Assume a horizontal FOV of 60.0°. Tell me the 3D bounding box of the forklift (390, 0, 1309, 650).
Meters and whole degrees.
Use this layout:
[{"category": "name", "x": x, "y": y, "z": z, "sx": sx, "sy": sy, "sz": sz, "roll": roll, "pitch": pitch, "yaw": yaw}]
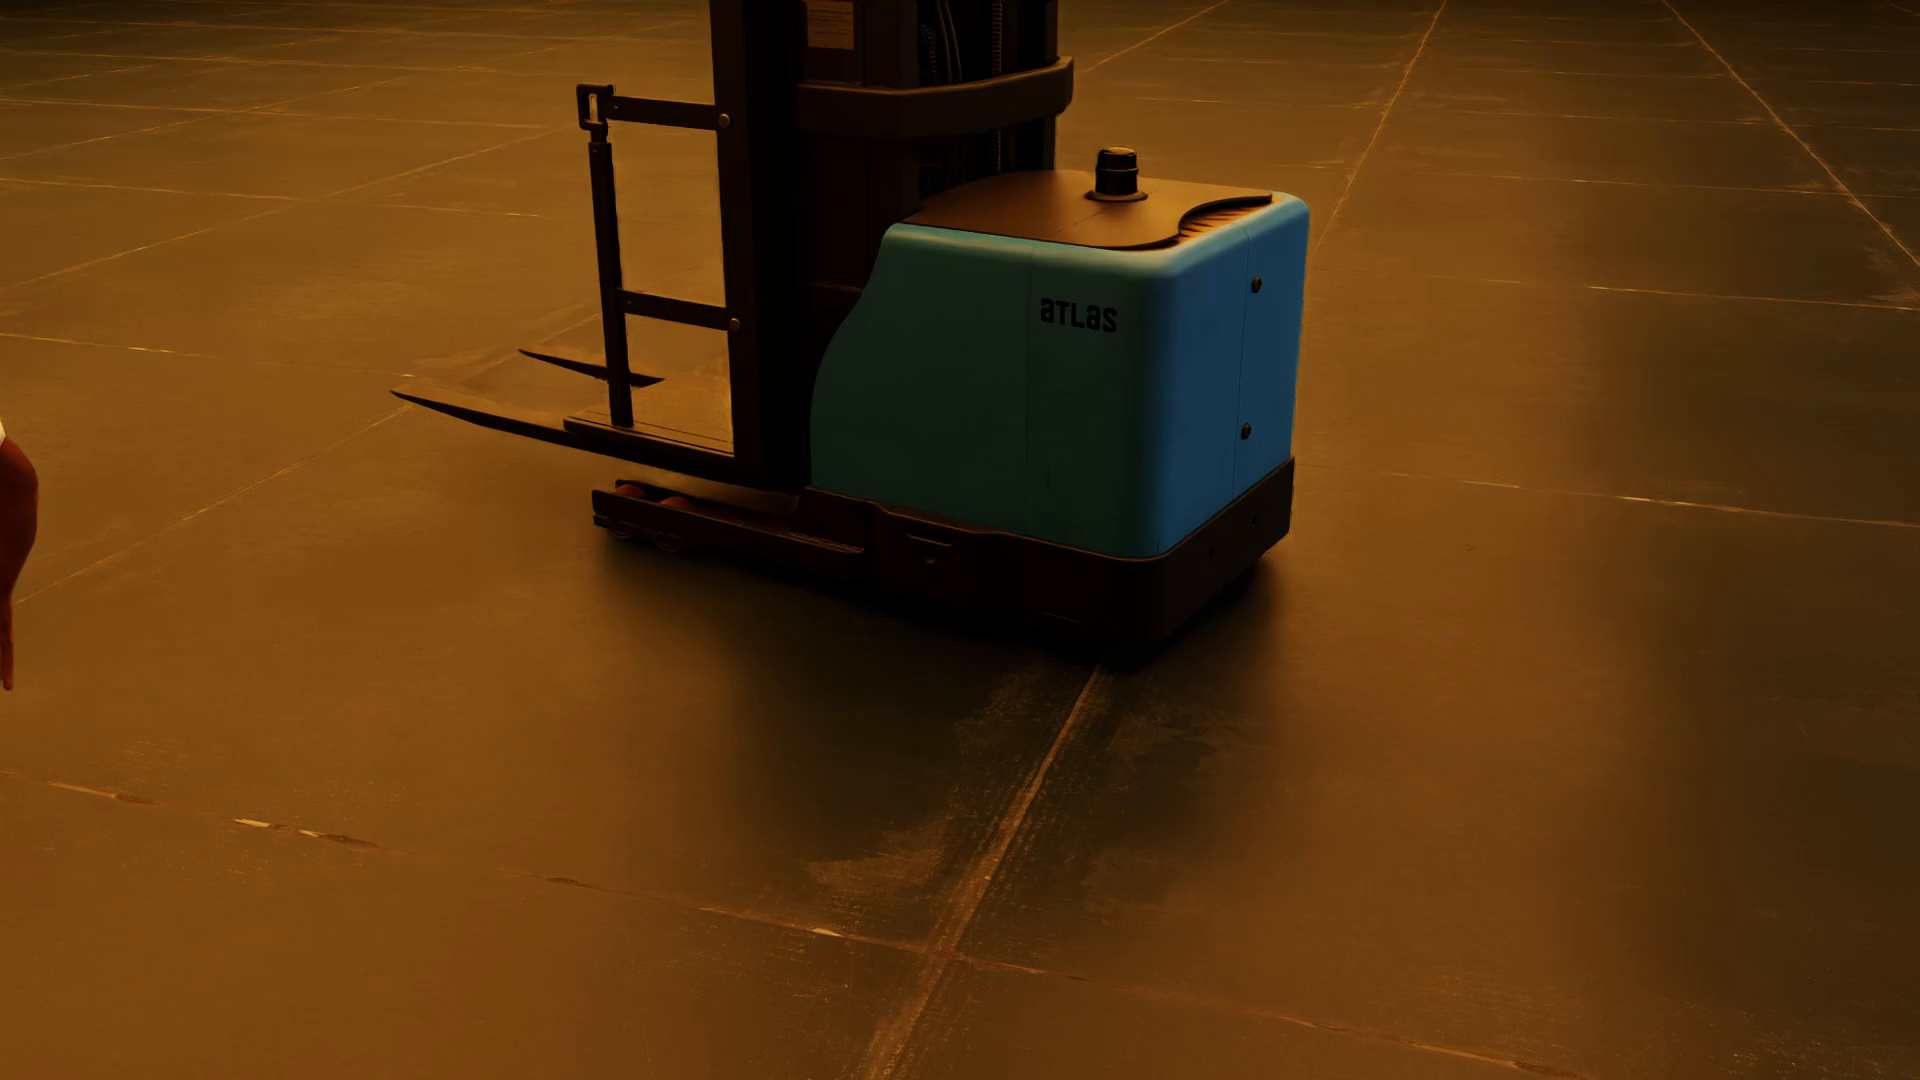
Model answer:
[{"category": "forklift", "x": -0.531, "y": -1.475, "z": 4.851, "sx": 3.031, "sy": 2.935, "sz": 1.130, "roll": 13, "pitch": 26, "yaw": 29}]
